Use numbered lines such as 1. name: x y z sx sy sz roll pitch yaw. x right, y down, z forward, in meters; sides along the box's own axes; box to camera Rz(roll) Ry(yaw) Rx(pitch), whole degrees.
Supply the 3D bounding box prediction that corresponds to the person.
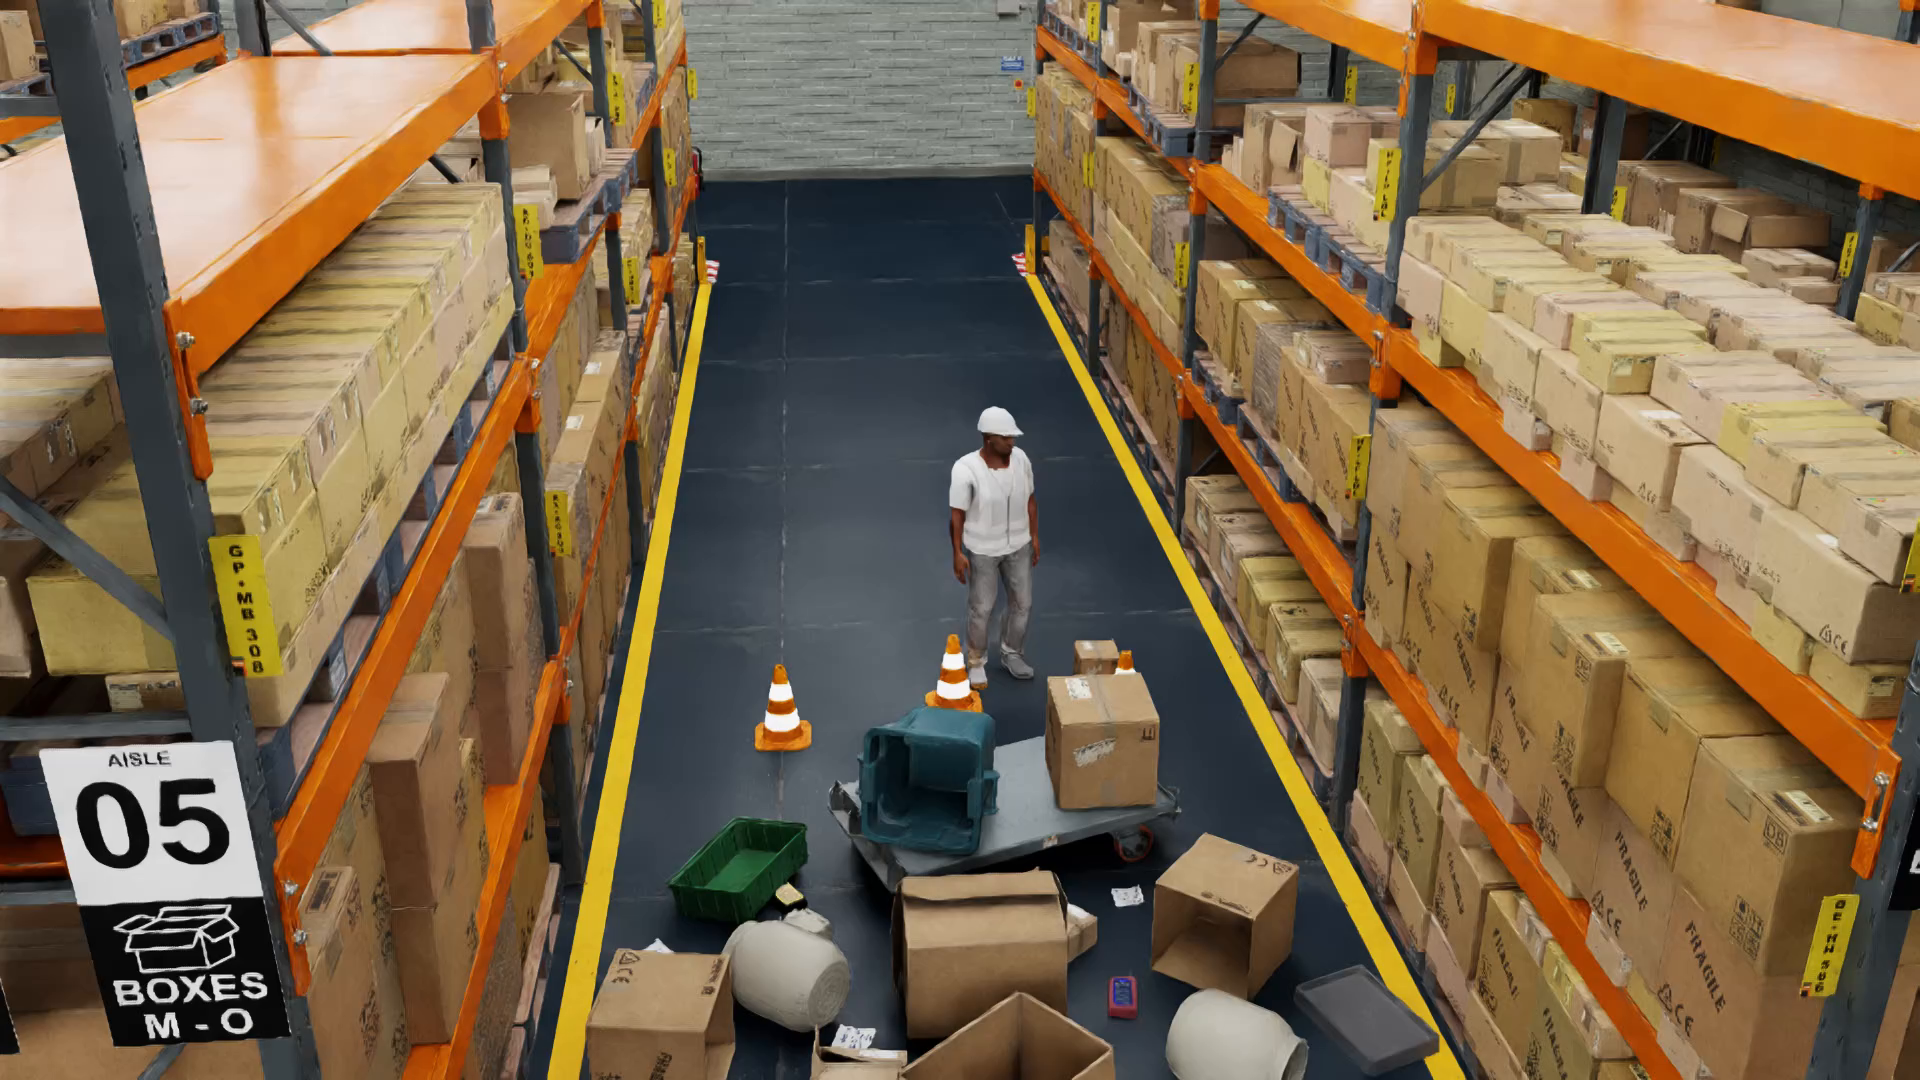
1. person: 0.229 0.042 10.164 0.591 1.772 0.386 -12 26 -25
